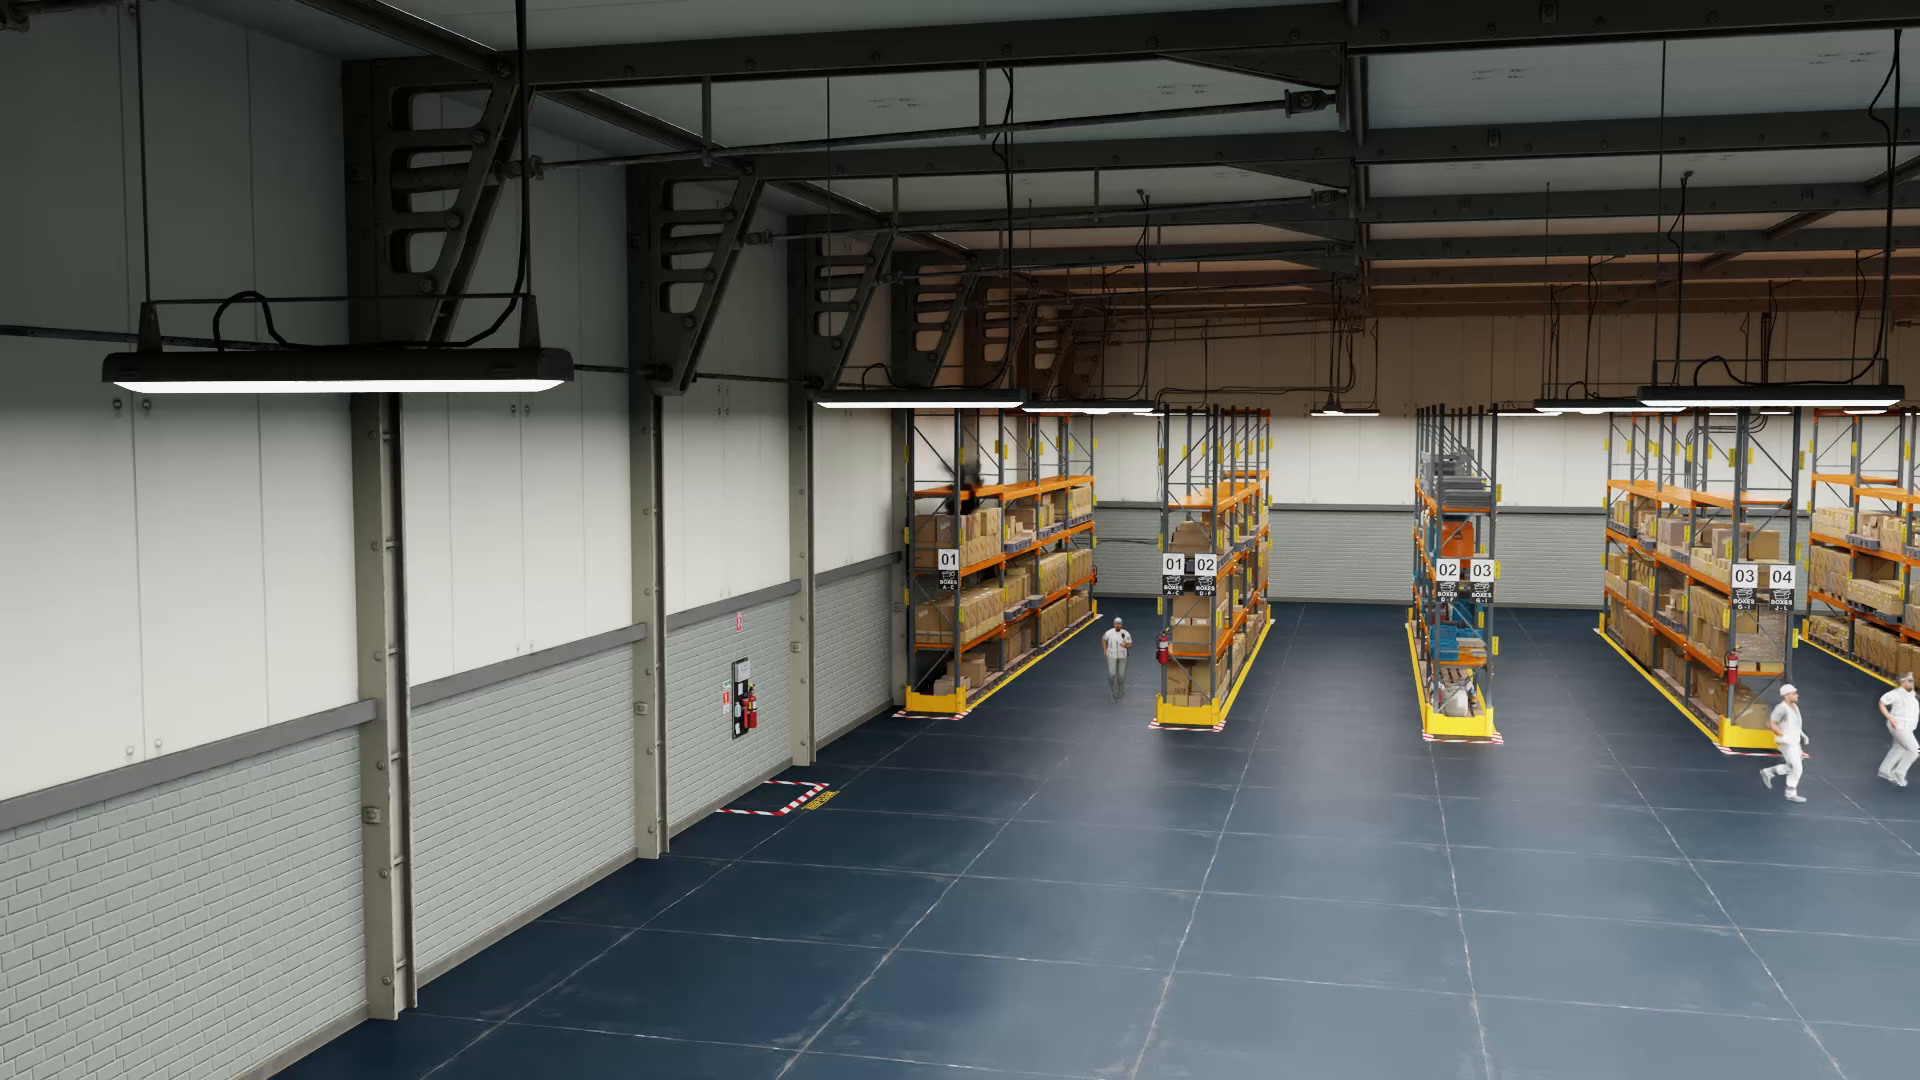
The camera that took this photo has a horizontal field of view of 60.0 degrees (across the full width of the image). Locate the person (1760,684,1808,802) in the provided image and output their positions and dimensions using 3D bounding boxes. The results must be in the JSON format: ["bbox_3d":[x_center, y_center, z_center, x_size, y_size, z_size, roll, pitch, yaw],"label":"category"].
[{"bbox_3d":[12.367,3.029,24.973,0.698,1.747,0.724,-4,5,-41],"label":"person"}]

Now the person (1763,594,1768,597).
[{"bbox_3d":[20.804,1.766,43.463,0.626,1.624,0.598,-4,6,-44],"label":"person"}]

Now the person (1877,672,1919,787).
[{"bbox_3d":[14.793,2.965,26.039,0.626,1.839,0.747,-4,5,-40],"label":"person"}]

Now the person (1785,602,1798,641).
[{"bbox_3d":[20.084,1.989,40.472,0.509,1.650,0.721,1,4,19],"label":"person"}]

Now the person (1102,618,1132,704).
[{"bbox_3d":[3.199,2.432,33.816,0.580,1.727,0.770,0,4,0],"label":"person"}]
